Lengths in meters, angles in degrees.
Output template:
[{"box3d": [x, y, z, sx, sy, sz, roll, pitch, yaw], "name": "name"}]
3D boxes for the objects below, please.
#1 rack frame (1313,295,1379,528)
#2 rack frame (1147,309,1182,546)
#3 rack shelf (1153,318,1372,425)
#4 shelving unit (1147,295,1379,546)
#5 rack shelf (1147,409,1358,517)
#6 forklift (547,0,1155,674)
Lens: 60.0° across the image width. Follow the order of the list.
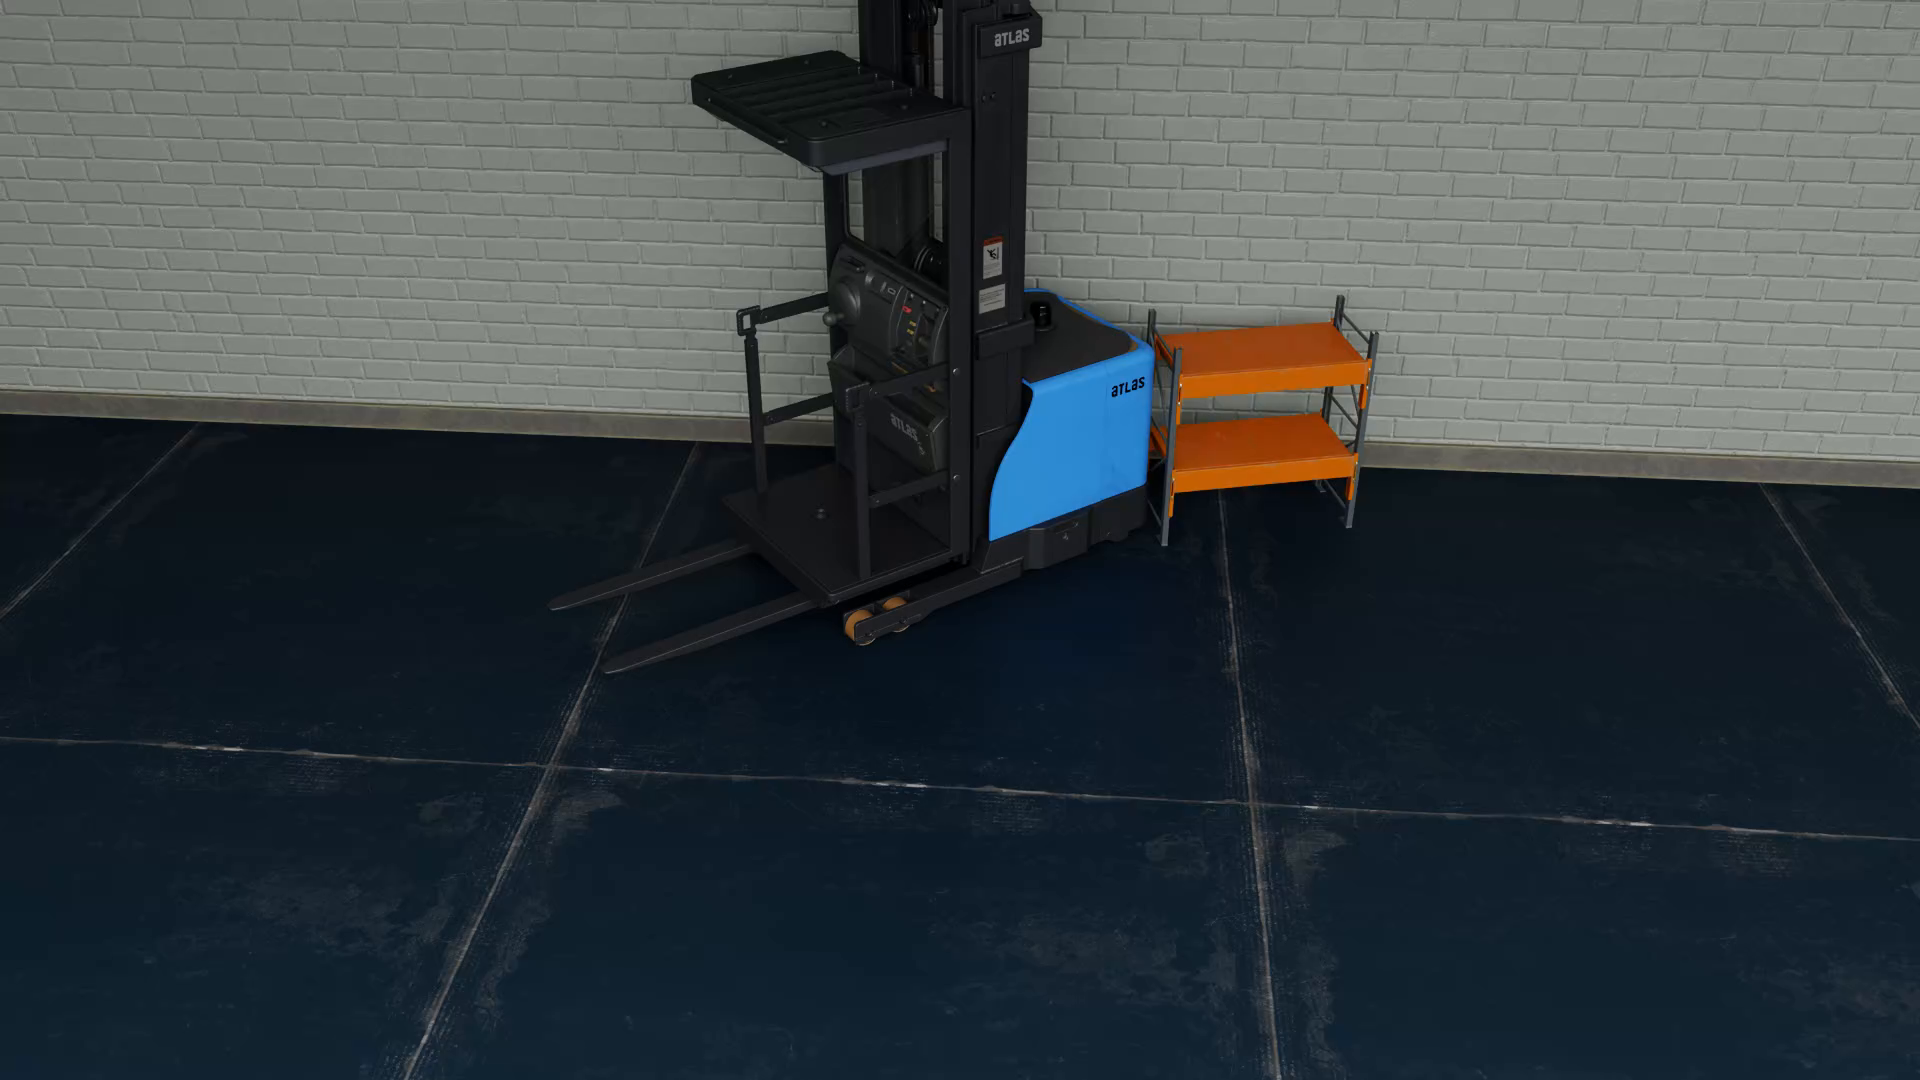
[{"box3d": [2.026, -0.671, 8.767, 0.032, 1.125, 0.500, -5, 32, -9], "name": "rack frame"}, {"box3d": [1.026, -0.576, 8.613, 0.032, 1.125, 0.500, -5, 32, -9], "name": "rack frame"}, {"box3d": [1.526, -0.873, 8.537, 1.000, 0.278, 0.538, -5, 32, -9], "name": "rack shelf"}, {"box3d": [1.526, -0.624, 8.690, 1.048, 1.125, 0.538, -5, 32, -9], "name": "shelving unit"}, {"box3d": [1.526, -0.416, 8.818, 1.000, 0.278, 0.538, -5, 32, -9], "name": "rack shelf"}, {"box3d": [-0.514, -1.062, 7.679, 3.031, 2.935, 1.130, -20, 37, -29], "name": "forklift"}]
